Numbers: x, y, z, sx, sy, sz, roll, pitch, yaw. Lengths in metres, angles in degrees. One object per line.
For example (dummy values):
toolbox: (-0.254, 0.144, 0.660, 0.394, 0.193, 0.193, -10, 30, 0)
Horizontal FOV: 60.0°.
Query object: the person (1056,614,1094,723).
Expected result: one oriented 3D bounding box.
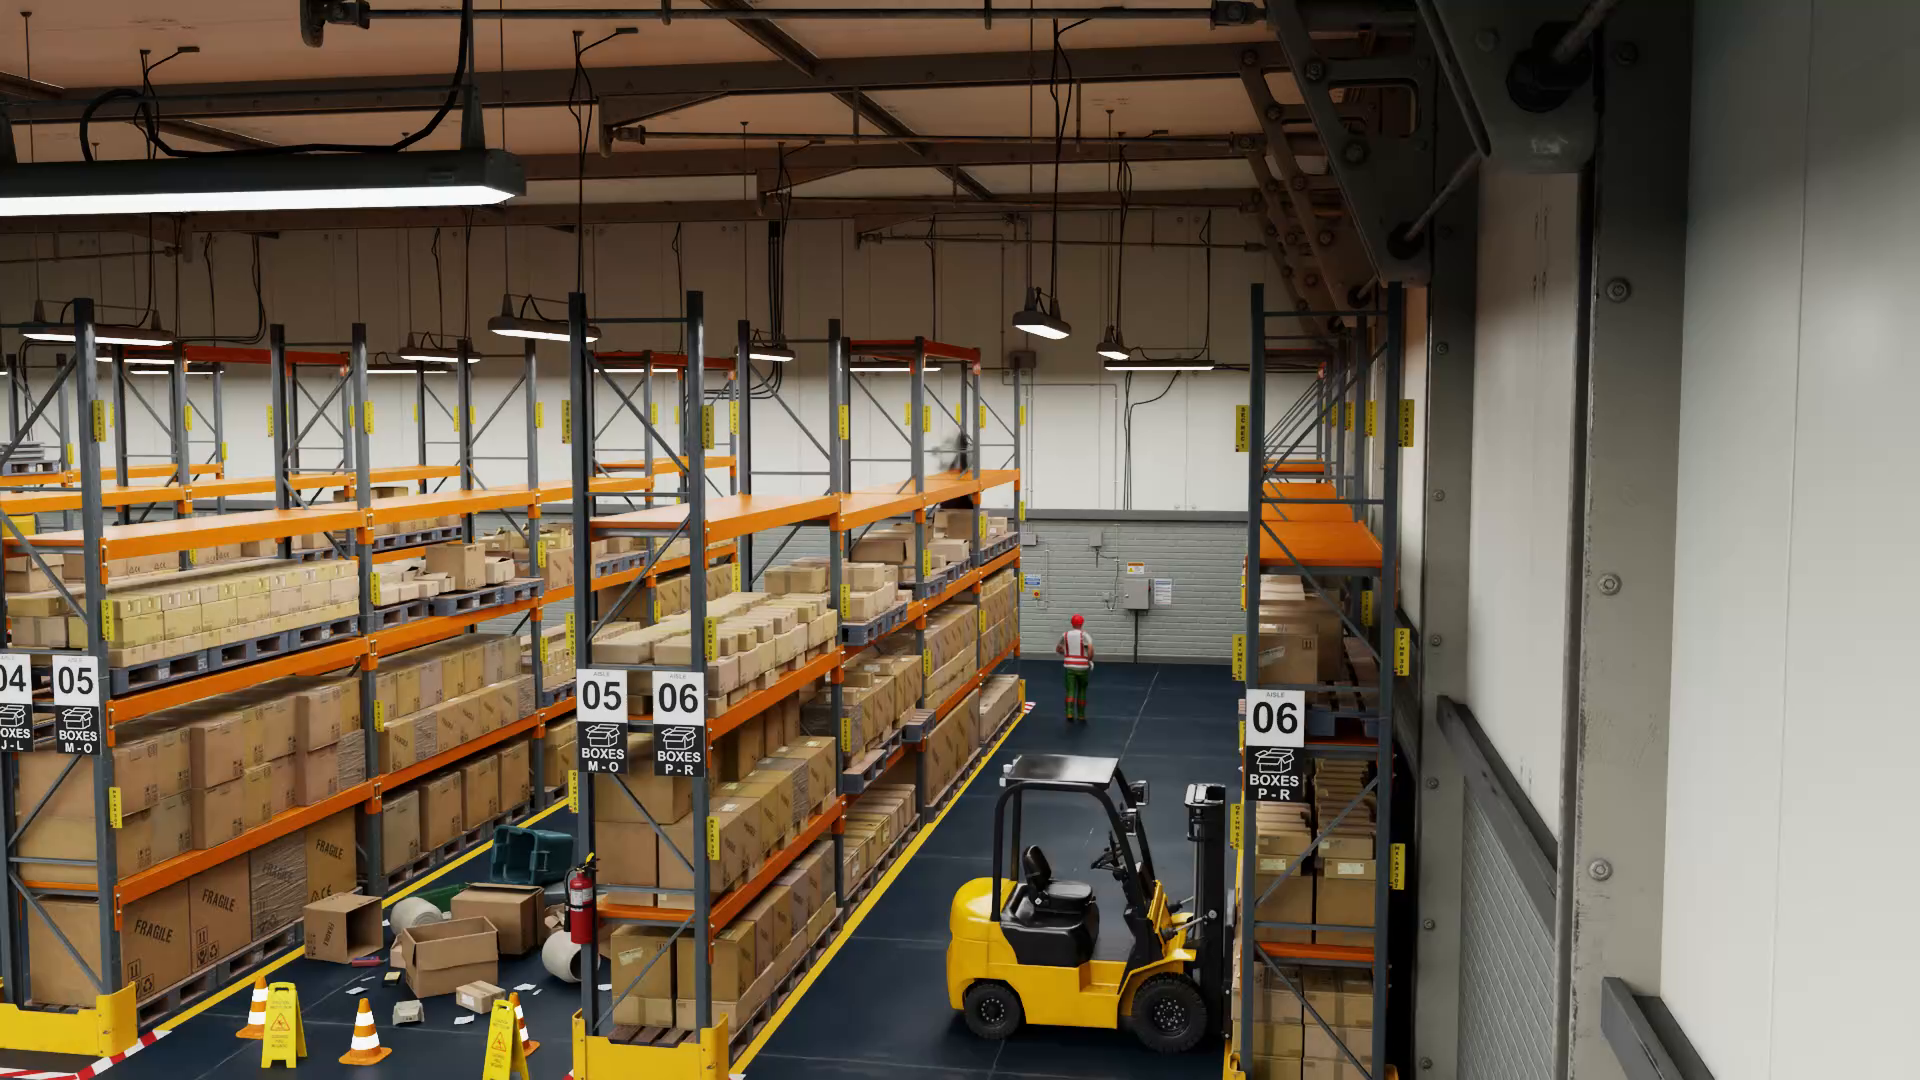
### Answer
person: (1.867, 2.099, 26.935, 0.645, 1.808, 0.911, 1, 5, 11)
